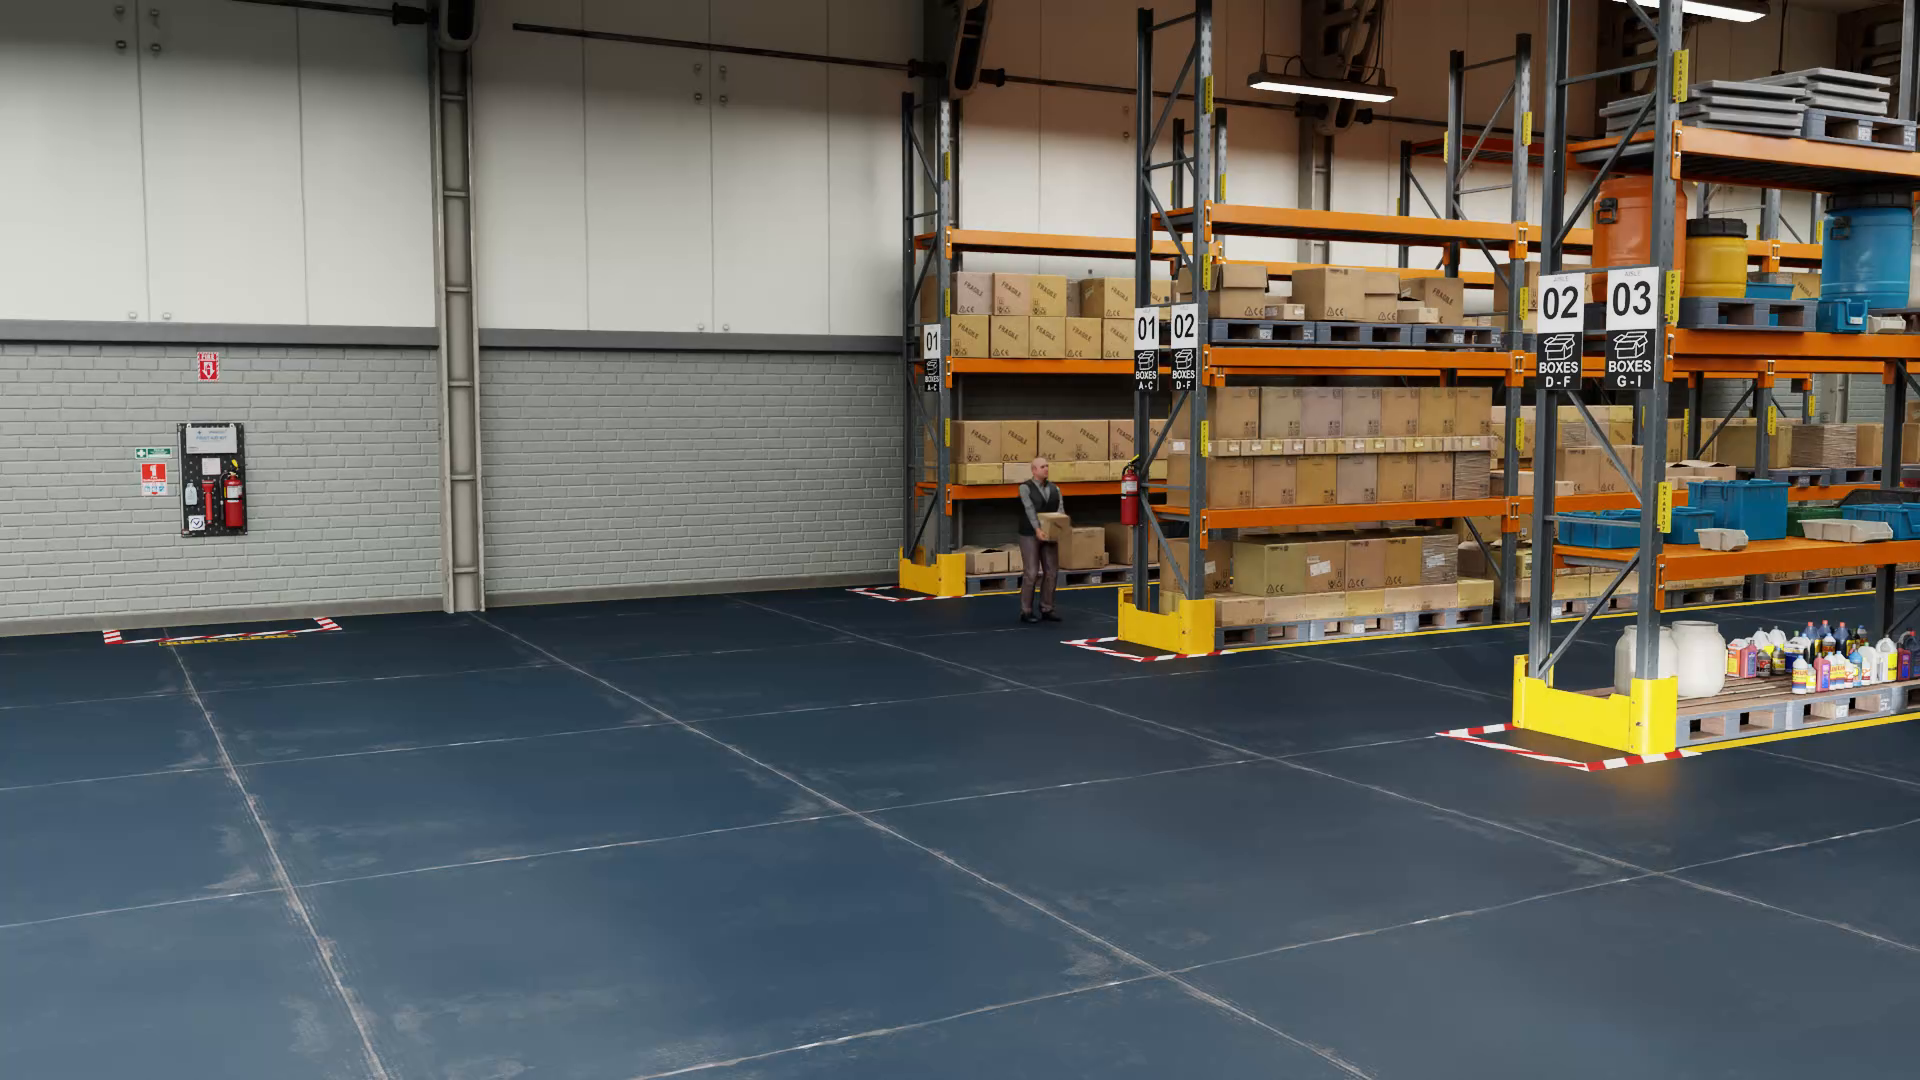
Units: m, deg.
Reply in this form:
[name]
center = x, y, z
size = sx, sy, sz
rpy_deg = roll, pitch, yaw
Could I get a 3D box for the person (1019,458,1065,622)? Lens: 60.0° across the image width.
[person]
center = 0.894, 0.000, 17.421
size = 0.495, 1.718, 0.555
rpy_deg = -3, 6, -28
